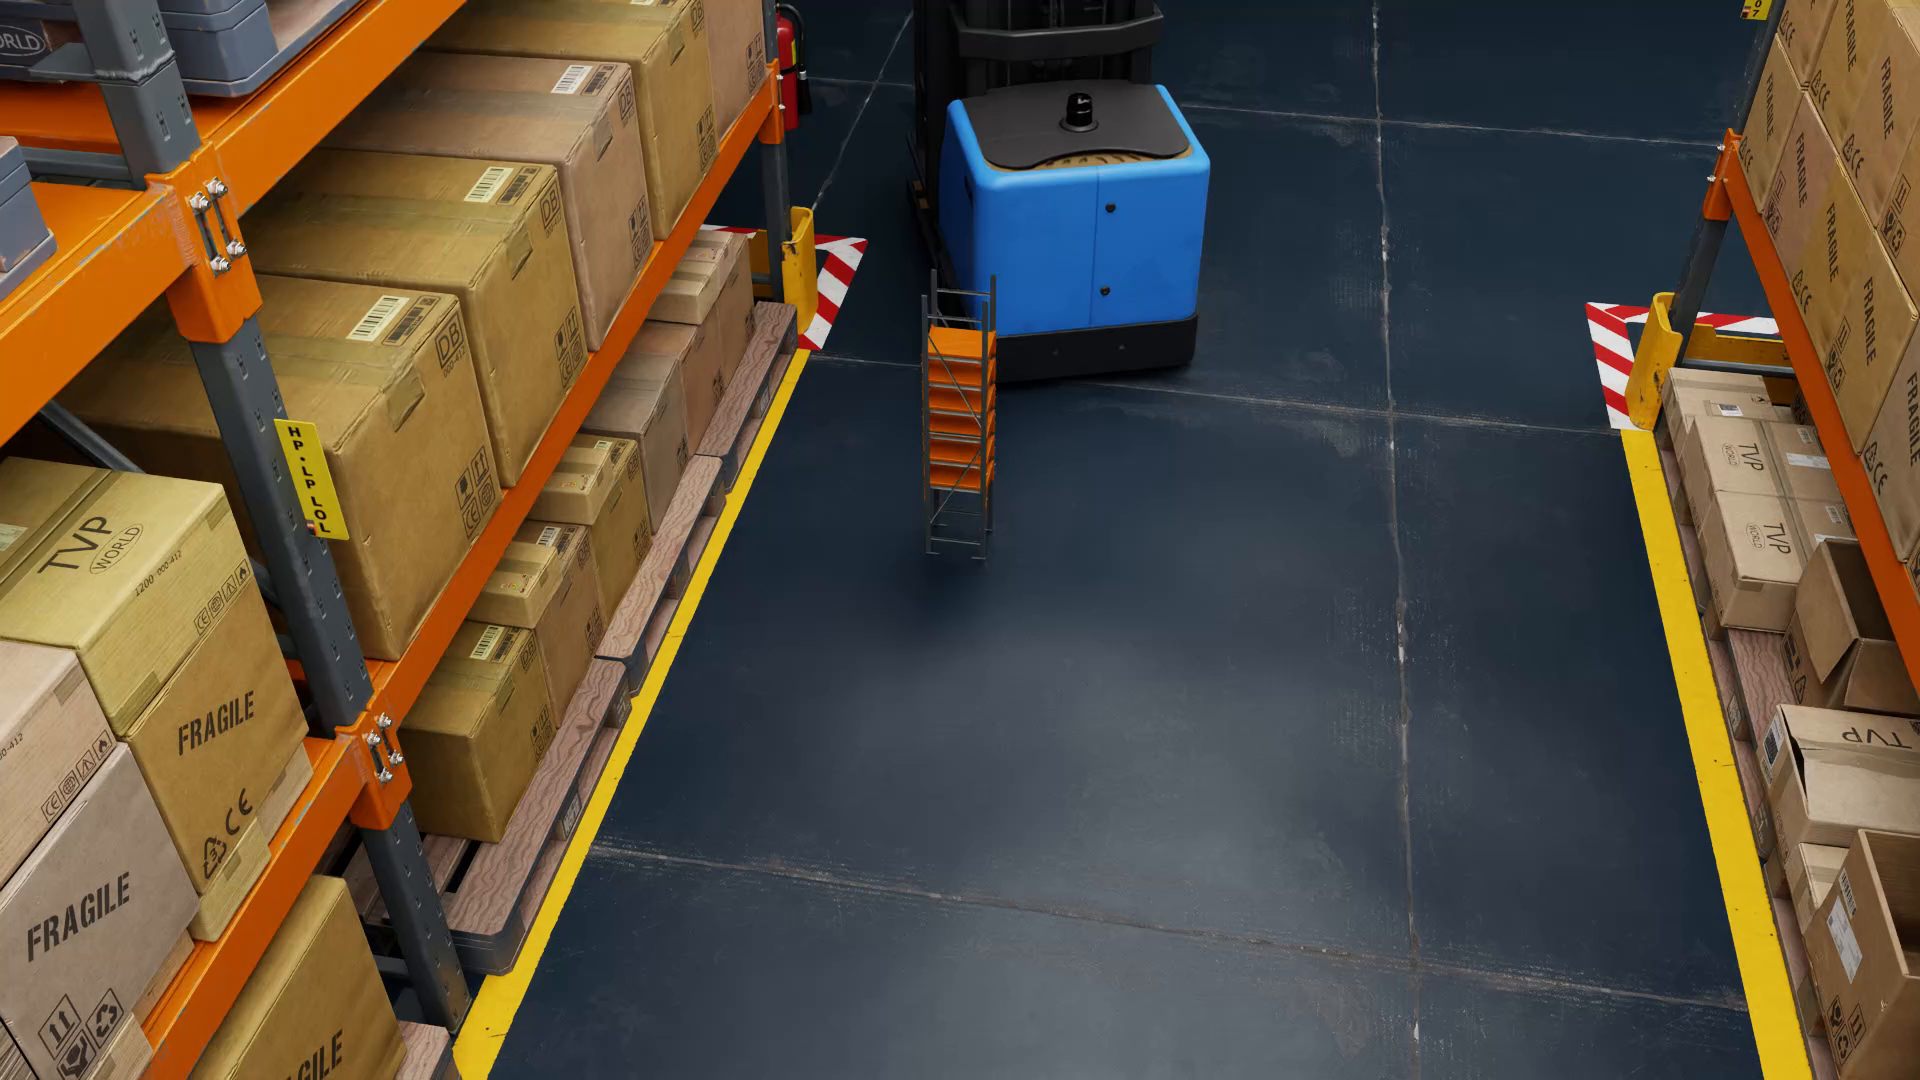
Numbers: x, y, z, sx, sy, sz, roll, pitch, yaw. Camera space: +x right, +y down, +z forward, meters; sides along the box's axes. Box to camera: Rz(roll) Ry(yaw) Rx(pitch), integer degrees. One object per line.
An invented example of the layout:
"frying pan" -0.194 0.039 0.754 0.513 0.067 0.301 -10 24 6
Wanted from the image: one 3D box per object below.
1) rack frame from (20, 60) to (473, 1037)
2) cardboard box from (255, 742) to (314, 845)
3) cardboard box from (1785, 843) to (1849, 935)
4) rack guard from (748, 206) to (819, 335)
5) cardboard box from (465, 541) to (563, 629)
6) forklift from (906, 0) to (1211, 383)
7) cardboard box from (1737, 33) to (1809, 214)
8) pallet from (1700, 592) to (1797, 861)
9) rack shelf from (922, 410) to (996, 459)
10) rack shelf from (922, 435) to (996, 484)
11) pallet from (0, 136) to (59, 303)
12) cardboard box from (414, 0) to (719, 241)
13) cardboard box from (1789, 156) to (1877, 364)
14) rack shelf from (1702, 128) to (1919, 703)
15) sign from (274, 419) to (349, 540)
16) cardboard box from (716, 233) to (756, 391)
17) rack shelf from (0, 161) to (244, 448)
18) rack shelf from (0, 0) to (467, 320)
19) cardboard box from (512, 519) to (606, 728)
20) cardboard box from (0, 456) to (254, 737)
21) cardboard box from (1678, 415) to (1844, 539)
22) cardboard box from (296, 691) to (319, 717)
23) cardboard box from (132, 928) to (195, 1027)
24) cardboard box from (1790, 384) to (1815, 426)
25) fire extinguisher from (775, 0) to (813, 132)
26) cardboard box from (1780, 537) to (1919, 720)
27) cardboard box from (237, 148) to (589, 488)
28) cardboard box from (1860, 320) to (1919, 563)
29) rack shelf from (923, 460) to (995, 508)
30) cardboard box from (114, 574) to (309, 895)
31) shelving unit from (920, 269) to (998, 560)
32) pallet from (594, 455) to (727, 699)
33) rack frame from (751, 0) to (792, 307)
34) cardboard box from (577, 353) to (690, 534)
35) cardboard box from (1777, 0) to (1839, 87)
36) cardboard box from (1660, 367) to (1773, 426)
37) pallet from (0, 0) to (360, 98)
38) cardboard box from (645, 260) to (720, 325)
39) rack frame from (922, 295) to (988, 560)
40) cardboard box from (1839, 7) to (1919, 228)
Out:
"rack frame" -1.983 0.230 4.117 1.000 3.000 0.127 6 40 8
"cardboard box" -1.763 0.563 3.897 0.380 0.149 0.250 7 40 8
"cardboard box" 2.721 1.073 4.991 0.380 0.149 0.250 6 40 8
"rack guard" -1.287 -1.332 7.968 1.175 0.500 0.348 6 40 8
"cardboard box" -1.514 0.129 5.363 0.380 0.149 0.250 8 40 9
"forklift" 0.327 -2.778 7.809 1.130 2.935 3.031 -6 40 -7
"cardboard box" 3.252 -1.525 6.162 0.500 0.500 0.500 7 40 9
"pallet" 3.225 0.650 5.798 1.003 0.211 1.213 6 40 8
"rack shelf" -0.002 -0.419 6.385 0.258 0.103 0.180 6 40 8
"rack shelf" -0.002 -0.327 6.461 0.258 0.103 0.180 6 40 8
"pallet" -2.093 -0.271 2.520 0.805 0.209 1.217 5 40 6
"cardboard box" -1.484 -1.617 6.116 0.980 0.700 0.700 6 40 7
"cardboard box" 3.078 -0.886 5.389 0.500 0.500 0.500 6 40 8
"rack shelf" 3.242 -0.204 5.207 1.077 0.370 4.000 6 40 8
"sign" -1.447 -0.132 3.709 0.100 0.325 0.005 6 40 8
"cardboard box" -1.314 -1.028 7.272 0.700 0.500 0.500 6 40 8
"rack shelf" -2.329 0.607 1.873 1.077 0.370 4.000 6 40 8
"rack shelf" -1.637 -1.904 4.909 1.077 0.370 4.000 6 40 8
"cardboard box" -1.663 0.259 5.715 0.700 0.500 0.500 6 40 7
"cardboard box" -1.812 0.102 3.357 0.500 0.250 0.500 7 40 9
"cardboard box" 3.129 -0.222 6.477 0.500 0.250 0.500 6 40 8
"cardboard box" -1.974 0.393 5.044 0.380 0.149 0.250 6 40 7
"cardboard box" -1.873 0.881 3.511 0.380 0.149 0.250 8 40 9
"cardboard box" 3.737 -0.574 6.707 0.500 0.500 0.500 6 40 8
"fire extinguisher" -0.810 -2.150 7.350 0.296 0.674 0.183 6 40 8
"cardboard box" 3.216 0.387 5.542 0.797 0.503 0.637 6 40 8
"cardboard box" -1.742 -0.681 4.985 0.980 0.700 0.700 5 40 7
"cardboard box" 2.905 -0.253 4.623 0.500 0.500 0.500 7 40 9
"rack shelf" -0.002 -0.234 6.538 0.258 0.103 0.180 6 40 8
"cardboard box" -1.815 0.387 3.600 0.500 0.500 0.500 6 40 7
"shelving unit" -0.002 -0.453 6.357 0.258 1.200 0.189 6 40 8
"pallet" -1.566 0.069 6.501 1.003 0.211 1.213 6 40 8
"rack frame" -1.291 -2.280 7.154 1.000 3.000 0.127 6 40 8
"cardboard box" -1.487 -0.398 6.510 0.700 0.500 0.500 5 40 6
"cardboard box" 3.252 -1.911 5.844 0.500 0.500 0.500 8 40 9
"cardboard box" 3.178 -0.582 6.992 0.380 0.149 0.250 6 40 8
"pallet" -1.831 -1.404 3.809 1.003 0.211 1.213 6 40 8
"cardboard box" -1.200 -1.017 6.749 0.380 0.149 0.250 7 40 9
"rack frame" -0.018 -0.396 6.287 0.240 1.200 0.006 6 40 8
"cardboard box" 3.078 -1.268 5.067 0.500 0.500 0.500 7 40 8
